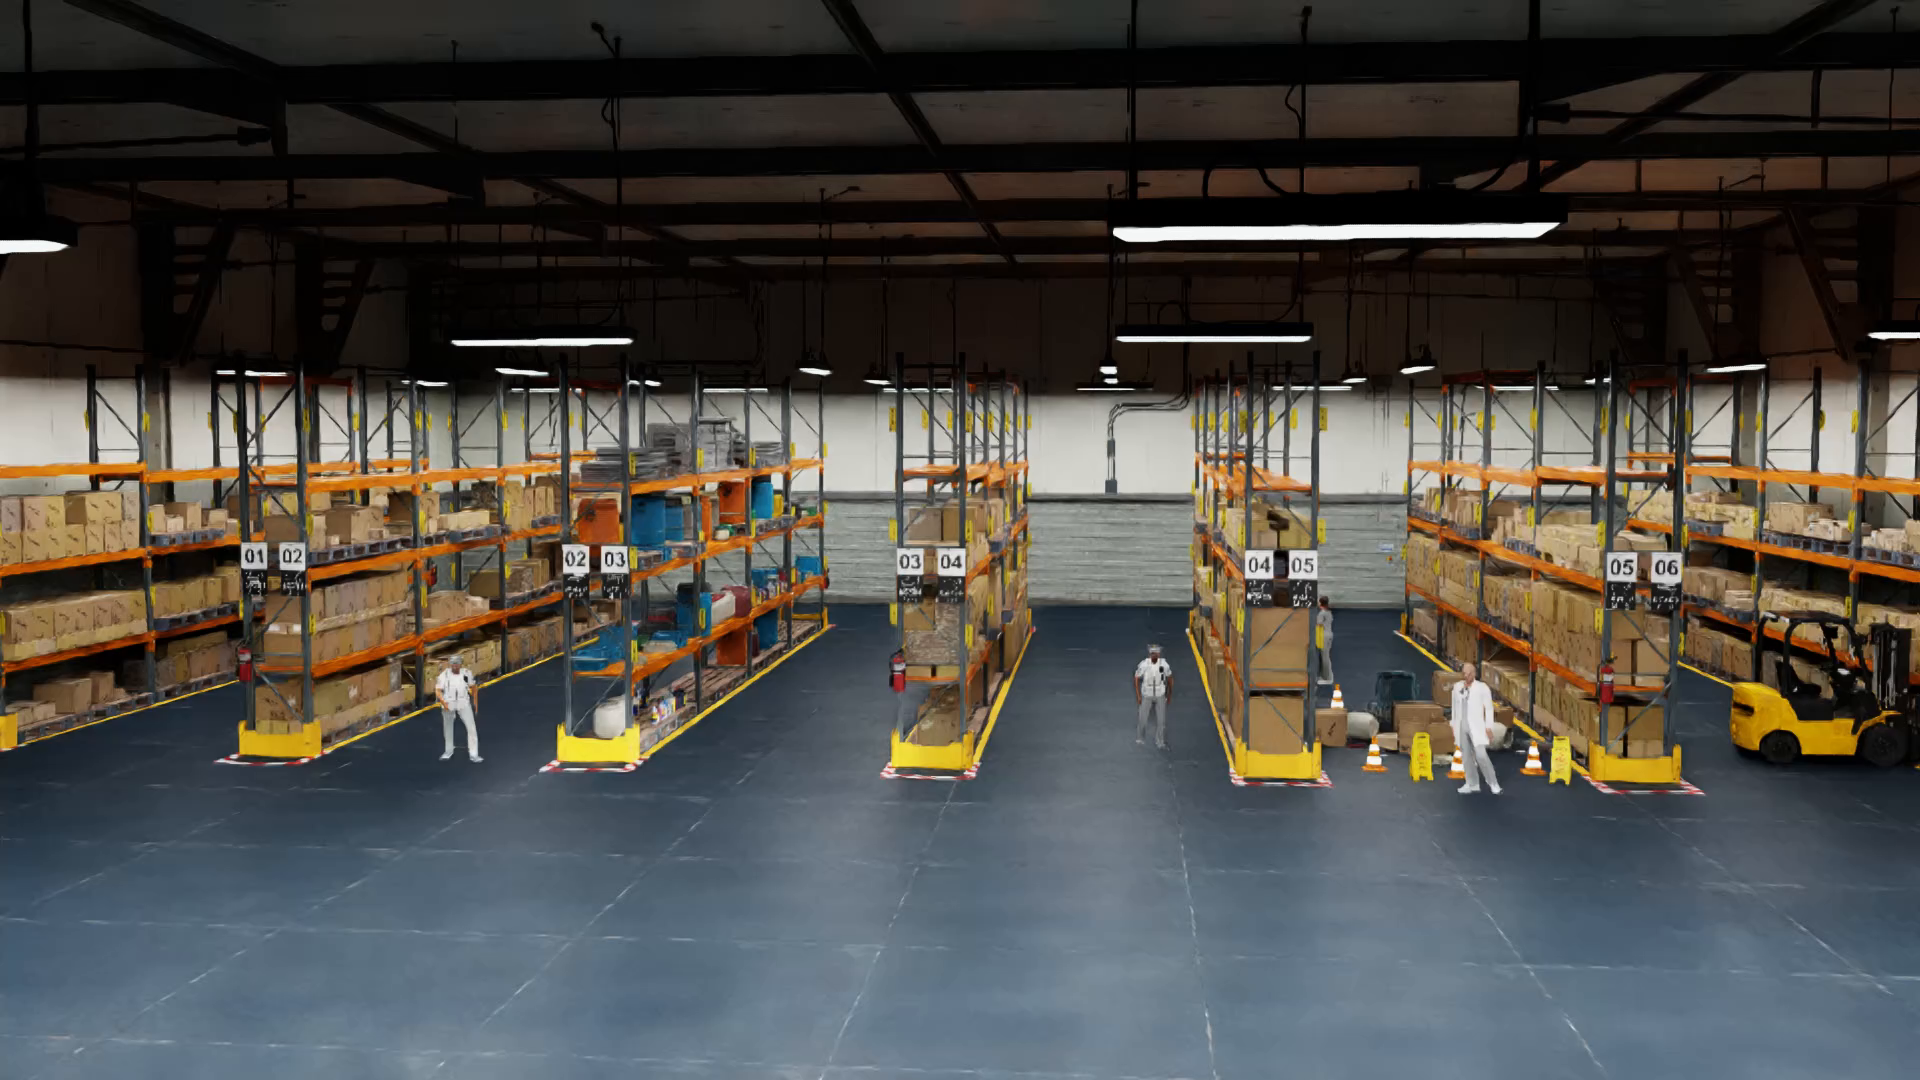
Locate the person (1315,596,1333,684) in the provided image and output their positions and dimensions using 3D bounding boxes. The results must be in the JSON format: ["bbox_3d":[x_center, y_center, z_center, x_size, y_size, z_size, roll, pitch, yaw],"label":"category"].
[{"bbox_3d":[6.929,1.891,31.811,0.569,1.668,0.563,3,5,38],"label":"person"}]

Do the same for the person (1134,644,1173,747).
[{"bbox_3d":[2.968,2.380,25.566,0.592,1.629,0.531,0,4,3],"label":"person"}]

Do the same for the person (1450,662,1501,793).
[{"bbox_3d":[6.923,2.578,22.337,0.708,1.657,0.542,4,6,45],"label":"person"}]

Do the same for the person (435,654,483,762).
[{"bbox_3d":[-7.393,2.454,24.549,0.657,1.601,0.785,-1,4,-15],"label":"person"}]
